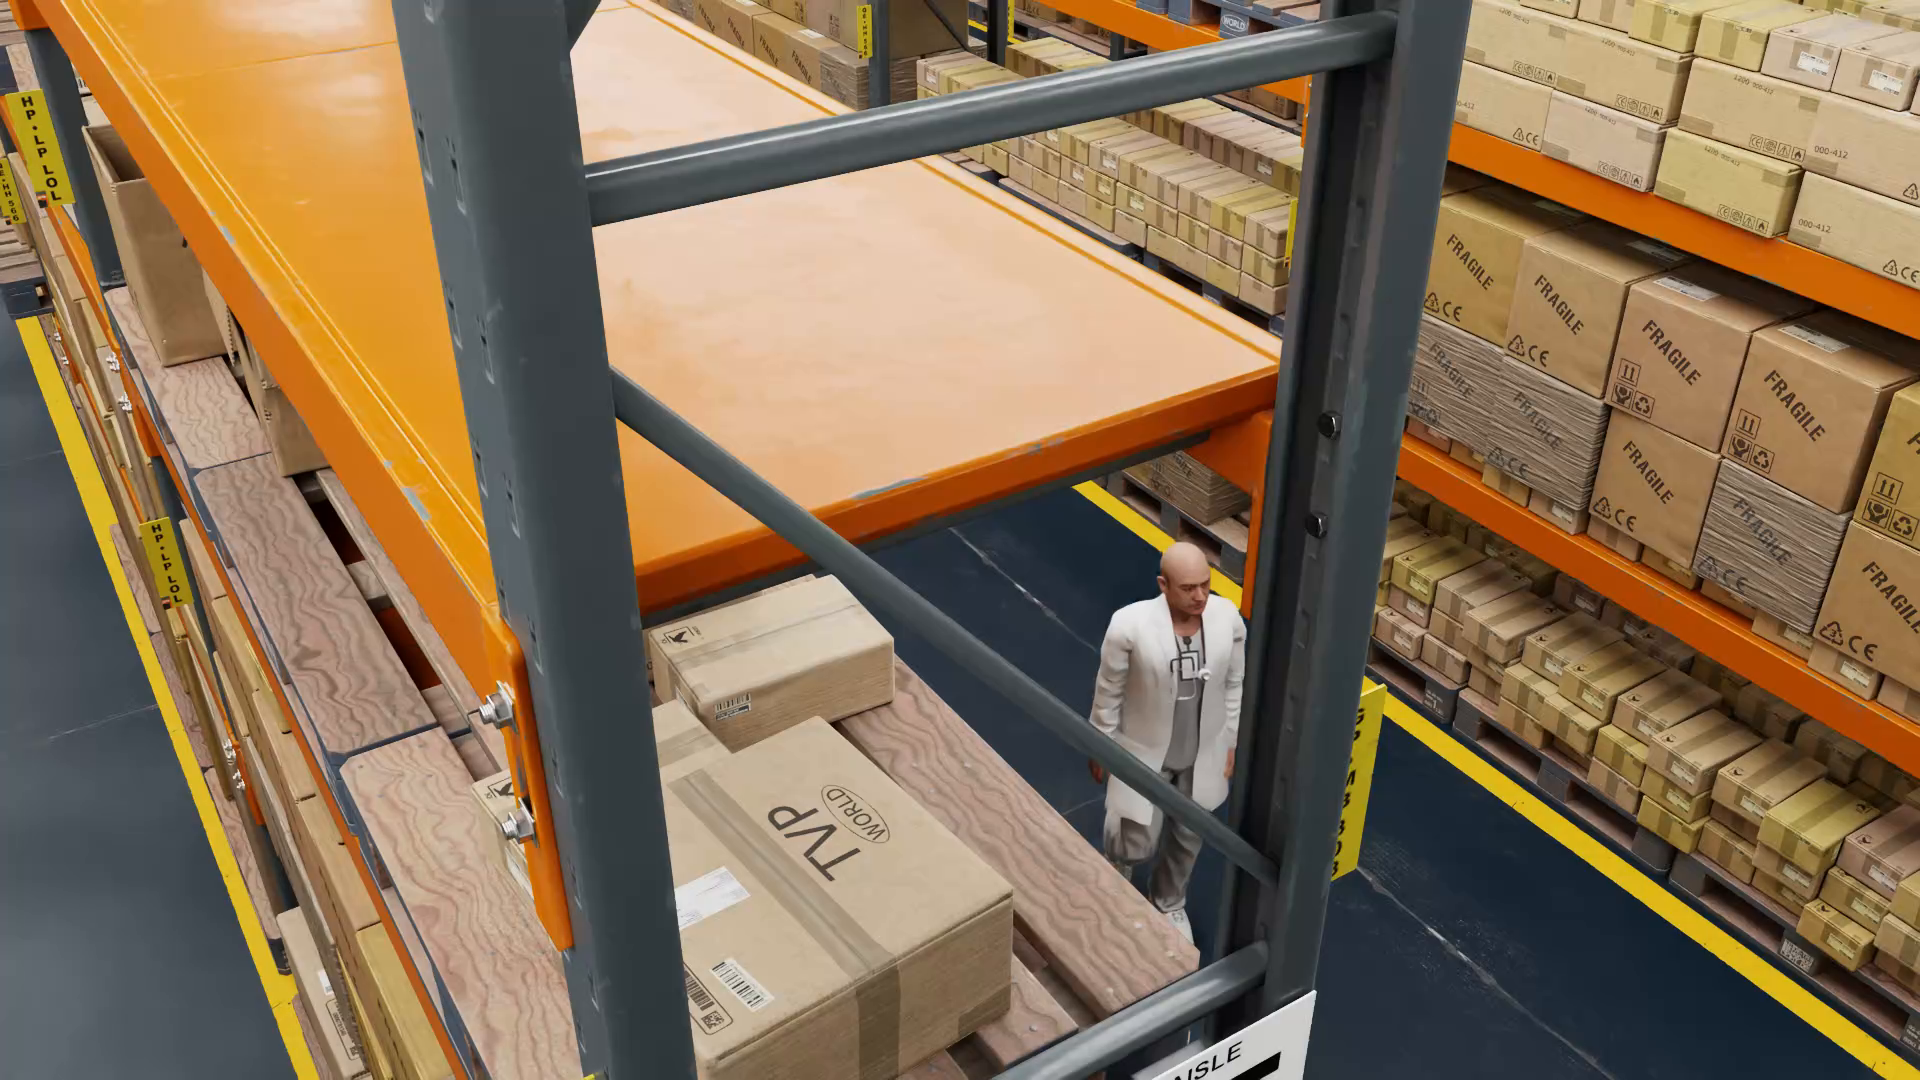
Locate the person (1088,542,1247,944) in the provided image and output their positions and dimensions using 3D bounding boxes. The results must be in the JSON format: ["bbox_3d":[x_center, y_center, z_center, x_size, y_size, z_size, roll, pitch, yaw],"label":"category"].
[{"bbox_3d":[0.785,0.767,6.374,0.608,1.768,0.577,-7,33,-10],"label":"person"}]
